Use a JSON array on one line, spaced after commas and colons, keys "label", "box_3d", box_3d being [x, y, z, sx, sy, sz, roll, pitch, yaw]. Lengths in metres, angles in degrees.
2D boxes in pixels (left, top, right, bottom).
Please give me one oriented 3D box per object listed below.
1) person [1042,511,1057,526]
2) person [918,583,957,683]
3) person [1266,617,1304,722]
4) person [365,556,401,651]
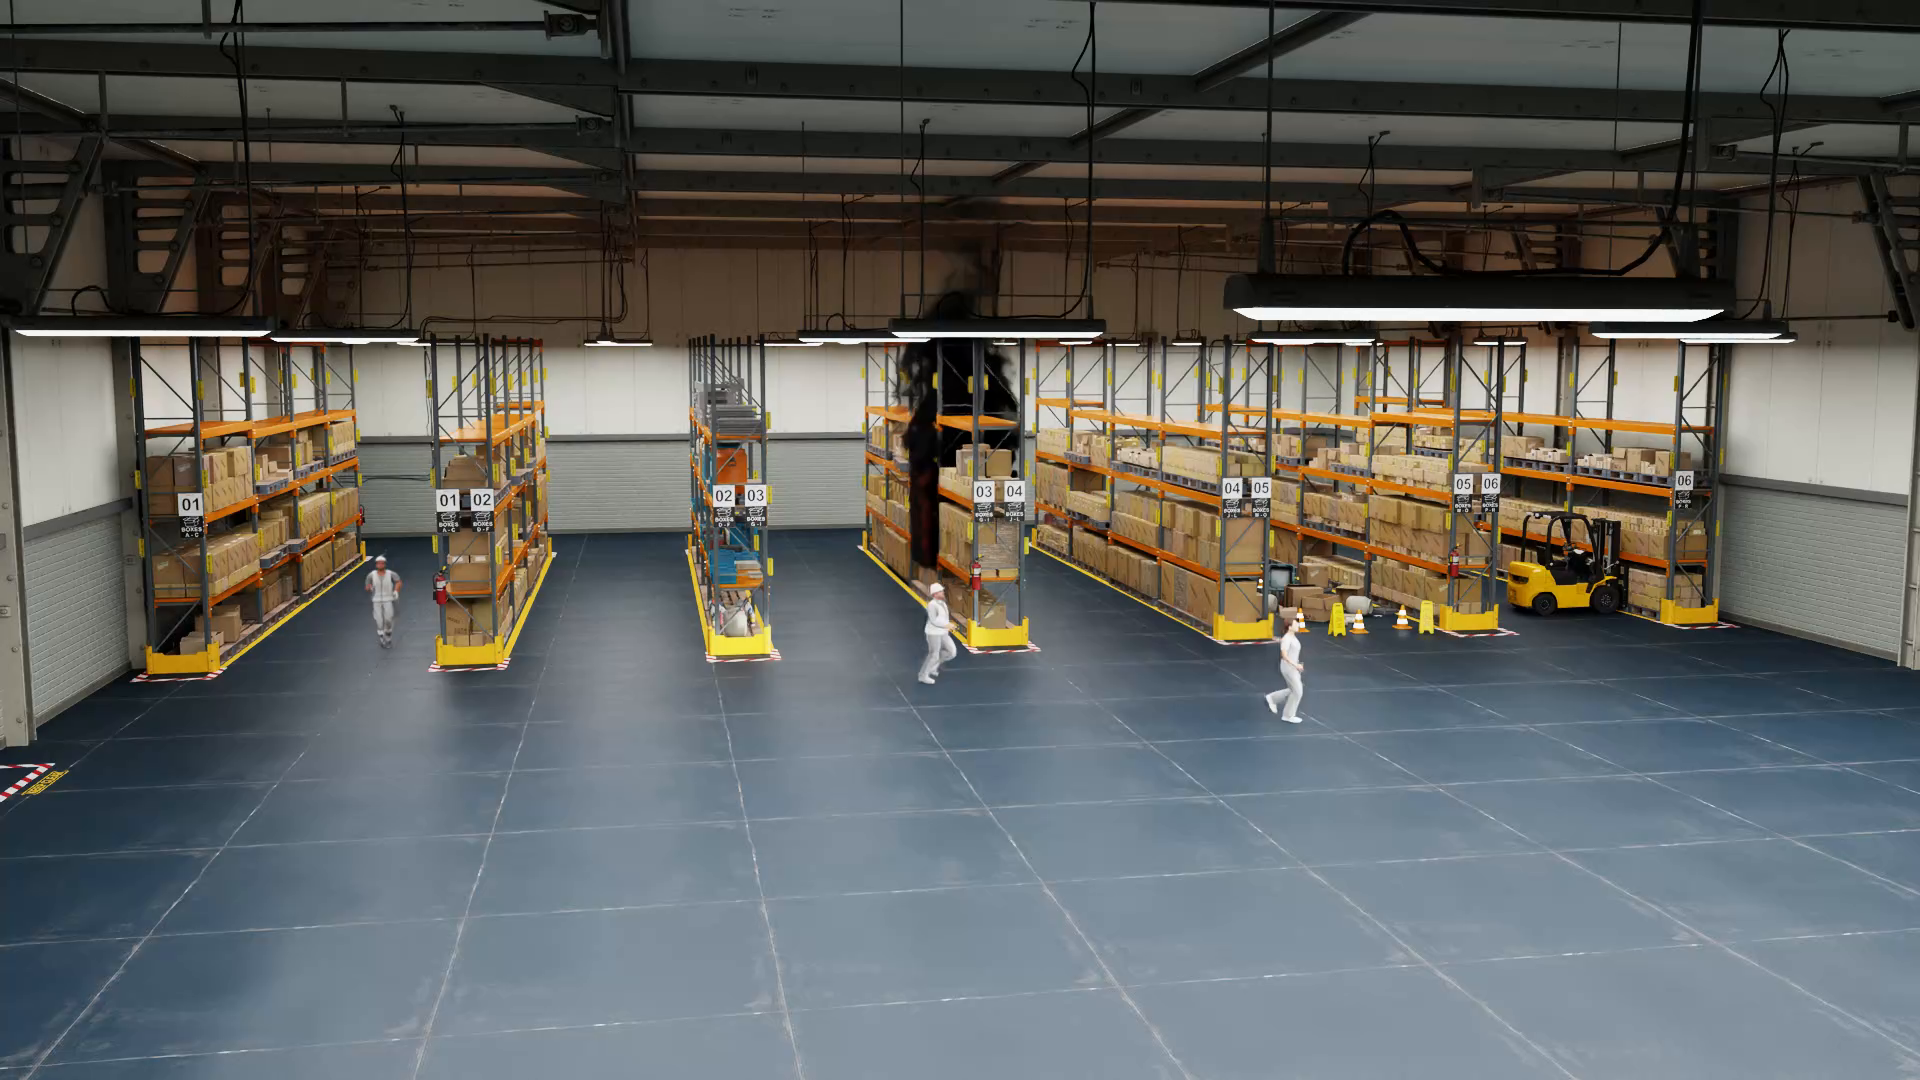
[{"label": "person", "box_3d": [2.763, -0.799, 49.874, 0.795, 1.656, 0.583, -1, 7, -8]}, {"label": "person", "box_3d": [-0.356, 1.592, 28.563, 0.734, 1.729, 0.688, 3, 7, 24]}, {"label": "person", "box_3d": [5.017, 1.986, 25.653, 0.590, 1.627, 0.595, 2, 7, 18]}, {"label": "person", "box_3d": [-11.007, 1.212, 31.713, 0.635, 1.809, 0.681, -2, 7, -13]}]
